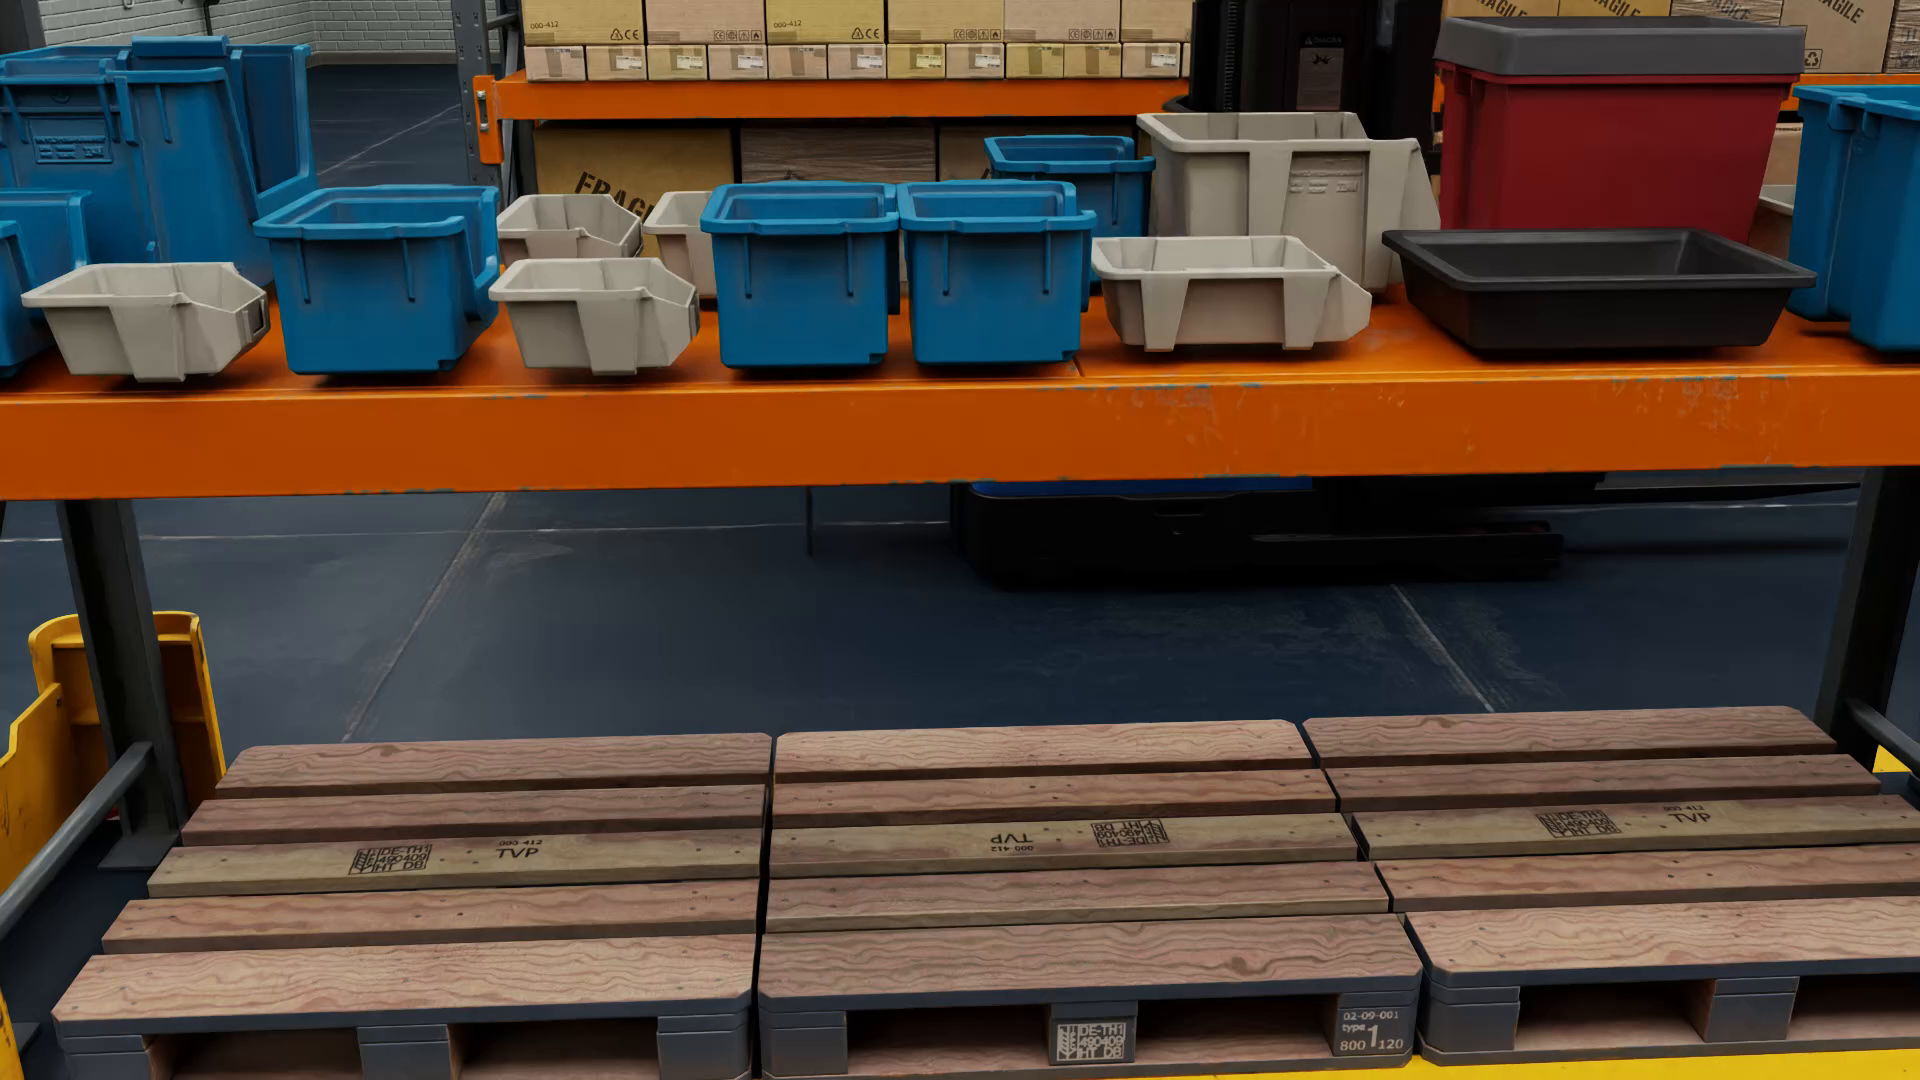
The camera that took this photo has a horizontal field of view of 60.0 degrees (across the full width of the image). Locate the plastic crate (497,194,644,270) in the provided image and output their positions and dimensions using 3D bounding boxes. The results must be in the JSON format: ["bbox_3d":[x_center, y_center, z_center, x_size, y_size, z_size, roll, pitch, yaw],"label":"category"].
[{"bbox_3d":[-0.736,-0.554,3.145,0.243,0.136,0.396,-1,21,-3],"label":"plastic crate"}]

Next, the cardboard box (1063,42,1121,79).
[{"bbox_3d":[0.568,-2.147,7.397,0.250,0.149,0.380,-1,21,-2],"label":"cardboard box"}]

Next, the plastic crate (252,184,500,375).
[{"bbox_3d":[-0.907,-0.418,2.655,0.300,0.233,0.416,-1,21,-3],"label":"plastic crate"}]

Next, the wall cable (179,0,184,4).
[{"bbox_3d":[-8.399,-6.702,17.582,0.122,1.984,0.588,-1,21,-3],"label":"wall cable"}]

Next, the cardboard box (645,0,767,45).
[{"bbox_3d":[-1.099,-2.322,7.297,0.500,0.250,0.500,-1,21,-4],"label":"cardboard box"}]

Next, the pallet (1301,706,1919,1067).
[{"bbox_3d":[1.432,0.684,3.529,1.213,0.211,1.003,-1,21,-3],"label":"pallet"}]

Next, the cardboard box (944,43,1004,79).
[{"bbox_3d":[0.058,-2.137,7.371,0.250,0.149,0.380,-1,21,-2],"label":"cardboard box"}]

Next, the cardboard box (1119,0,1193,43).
[{"bbox_3d":[0.939,-2.363,7.405,0.500,0.250,0.500,-1,21,-1],"label":"cardboard box"}]

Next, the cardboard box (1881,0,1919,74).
[{"bbox_3d":[4.380,-2.418,7.616,0.500,0.500,0.500,-2,21,-5],"label":"cardboard box"}]

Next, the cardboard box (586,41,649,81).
[{"bbox_3d":[-1.483,-2.105,7.287,0.250,0.149,0.380,-1,21,-4],"label":"cardboard box"}]

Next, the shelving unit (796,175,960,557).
[{"bbox_3d":[-0.260,-0.555,5.393,0.503,1.200,0.258,-2,21,-4],"label":"shelving unit"}]

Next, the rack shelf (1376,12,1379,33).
[{"bbox_3d":[3.696,-3.876,12.597,4.000,0.370,1.077,-1,21,-3],"label":"rack shelf"}]

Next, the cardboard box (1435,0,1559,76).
[{"bbox_3d":[2.355,-2.375,7.503,0.500,0.500,0.500,-1,21,-3],"label":"cardboard box"}]

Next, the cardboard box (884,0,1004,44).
[{"bbox_3d":[-0.077,-2.344,7.354,0.500,0.250,0.500,-2,21,-4],"label":"cardboard box"}]

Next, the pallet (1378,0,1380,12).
[{"bbox_3d":[2.470,-4.046,12.302,1.213,0.211,1.003,-1,21,-3],"label":"pallet"}]

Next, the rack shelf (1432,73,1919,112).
[{"bbox_3d":[3.878,-2.112,7.964,4.000,0.370,1.077,-1,21,-3],"label":"rack shelf"}]

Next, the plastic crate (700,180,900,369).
[{"bbox_3d":[-0.250,-0.432,2.690,0.300,0.233,0.416,-1,21,-3],"label":"plastic crate"}]

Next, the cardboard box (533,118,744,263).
[{"bbox_3d":[-1.478,-1.571,7.928,0.875,0.875,0.875,-1,21,-3],"label":"cardboard box"}]

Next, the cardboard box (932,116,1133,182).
[{"bbox_3d":[0.319,-1.608,8.024,0.875,0.875,0.875,-1,21,-3],"label":"cardboard box"}]

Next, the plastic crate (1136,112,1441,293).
[{"bbox_3d":[0.629,-0.655,3.209,0.530,0.282,0.437,-1,21,-3],"label":"plastic crate"}]

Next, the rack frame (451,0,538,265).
[{"bbox_3d":[-2.112,-2.327,7.516,0.127,3.000,1.000,-1,21,-3],"label":"rack frame"}]

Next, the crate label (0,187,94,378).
[{"bbox_3d":[-1.564,-0.405,2.620,0.303,0.233,0.416,-1,21,-3],"label":"crate label"}]

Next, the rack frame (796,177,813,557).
[{"bbox_3d":[-0.503,-0.548,5.375,0.015,1.200,0.240,-2,21,-4],"label":"rack frame"}]

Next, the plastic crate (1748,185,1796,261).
[{"bbox_3d":[1.691,-0.594,3.253,0.243,0.136,0.396,-1,21,-3],"label":"plastic crate"}]

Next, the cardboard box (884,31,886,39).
[{"bbox_3d":[-0.249,-2.364,7.968,0.250,0.149,0.380,-1,21,-2],"label":"cardboard box"}]

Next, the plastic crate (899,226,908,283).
[{"bbox_3d":[-0.164,-0.580,3.216,0.250,0.136,0.298,-1,21,-3],"label":"plastic crate"}]

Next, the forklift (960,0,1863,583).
[{"bbox_3d":[1.505,-1.430,5.257,3.031,2.935,1.130,-2,21,-4],"label":"forklift"}]

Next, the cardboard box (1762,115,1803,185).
[{"bbox_3d":[3.411,-1.650,8.134,0.875,0.875,1.225,-2,21,-5],"label":"cardboard box"}]

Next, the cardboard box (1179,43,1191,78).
[{"bbox_3d":[1.082,-2.157,7.425,0.250,0.149,0.380,-2,21,-4],"label":"cardboard box"}]

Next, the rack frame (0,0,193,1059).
[{"bbox_3d":[-1.830,-0.567,2.895,0.127,3.000,1.000,-1,21,-3],"label":"rack frame"}]

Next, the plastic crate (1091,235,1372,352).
[{"bbox_3d":[0.443,-0.411,2.771,0.466,0.136,0.293,-1,21,-3],"label":"plastic crate"}]

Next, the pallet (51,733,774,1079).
[{"bbox_3d":[-1.004,0.733,3.399,1.213,0.211,1.003,-1,21,-3],"label":"pallet"}]

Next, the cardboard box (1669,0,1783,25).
[{"bbox_3d":[3.356,-2.396,7.557,0.500,0.500,0.500,-2,21,-4],"label":"cardboard box"}]

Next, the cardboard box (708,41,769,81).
[{"bbox_3d":[-0.967,-2.116,7.316,0.250,0.149,0.380,-1,21,-4],"label":"cardboard box"}]

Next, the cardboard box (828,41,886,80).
[{"bbox_3d":[-0.456,-2.126,7.343,0.250,0.149,0.380,-1,21,-4],"label":"cardboard box"}]

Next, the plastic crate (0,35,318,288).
[{"bbox_3d":[-1.506,-0.685,3.070,0.499,0.435,0.616,-1,21,-3],"label":"plastic crate"}]
